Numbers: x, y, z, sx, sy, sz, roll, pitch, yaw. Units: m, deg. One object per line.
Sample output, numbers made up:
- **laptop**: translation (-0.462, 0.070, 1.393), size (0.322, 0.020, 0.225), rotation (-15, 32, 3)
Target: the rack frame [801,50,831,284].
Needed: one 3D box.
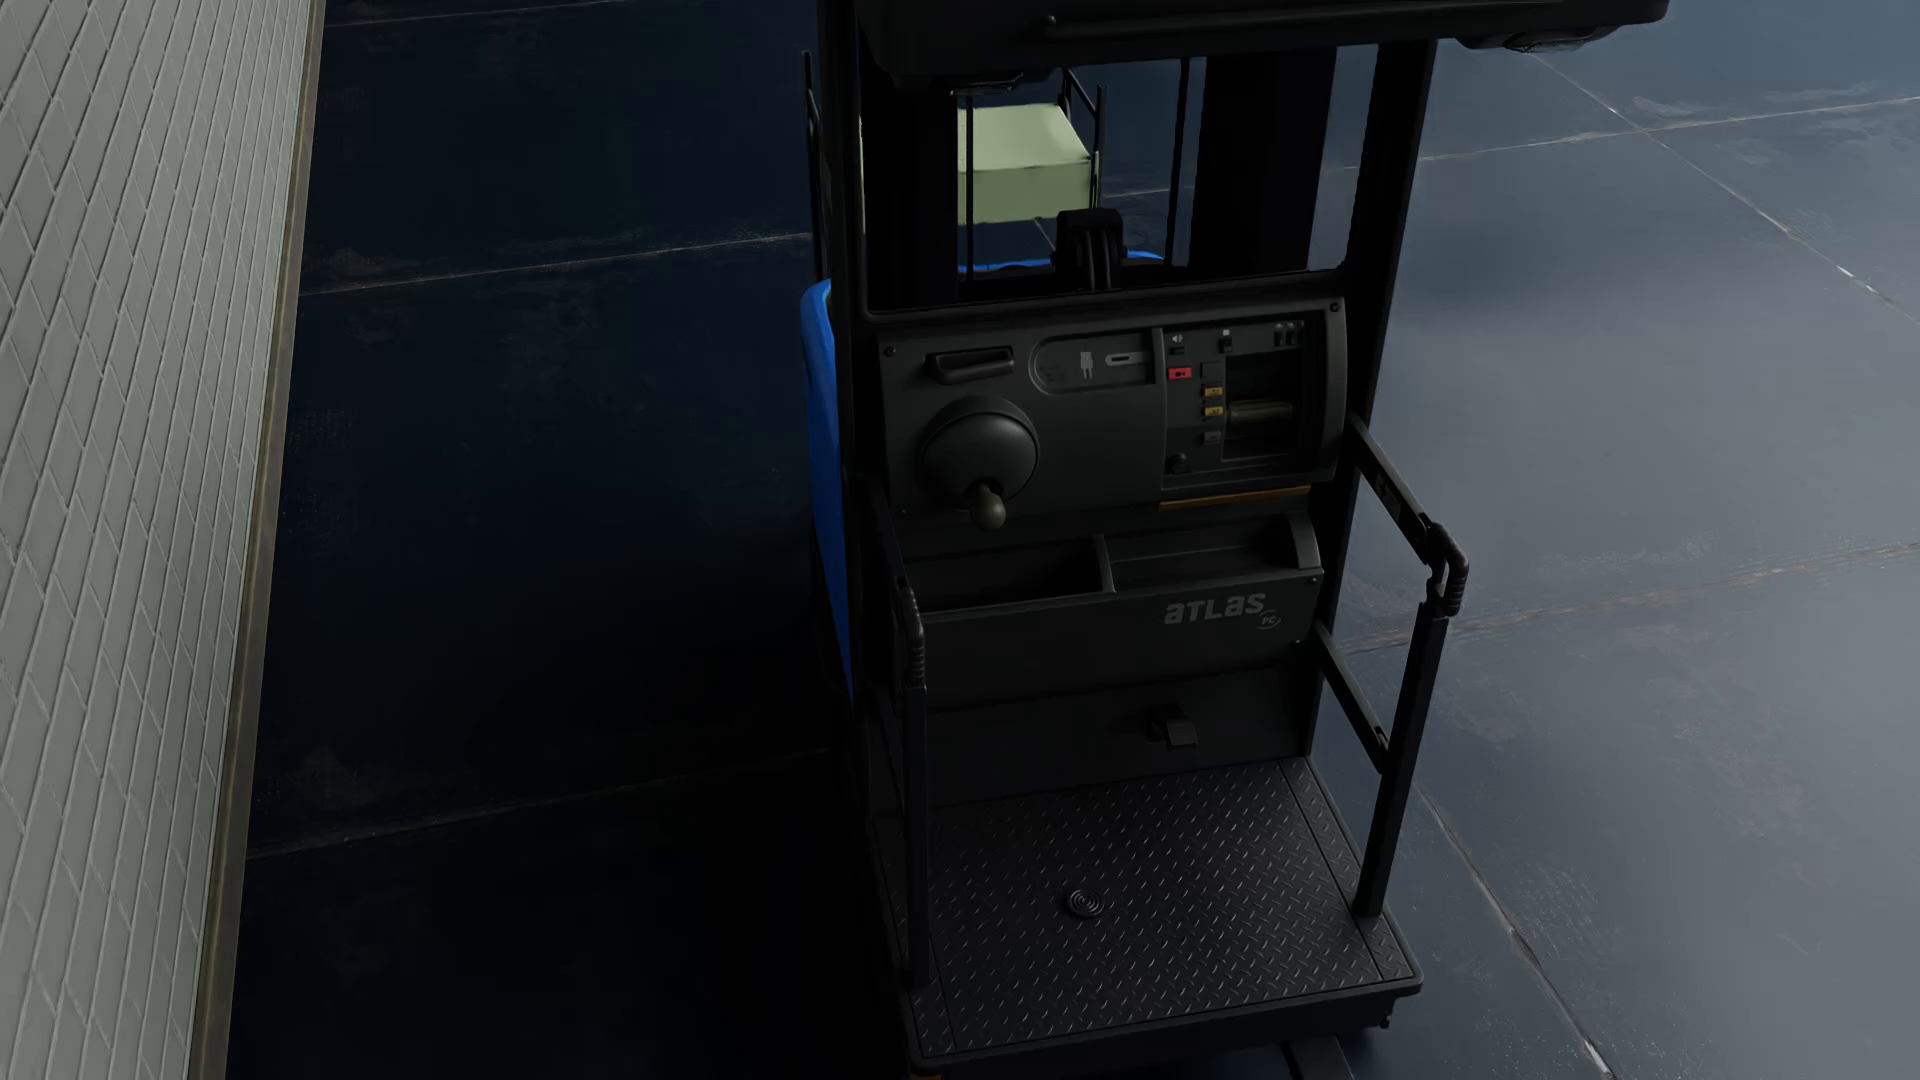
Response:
- **rack frame**: translation (-0.382, -0.616, 4.821), size (0.023, 1.500, 0.400), rotation (-7, 38, -9)

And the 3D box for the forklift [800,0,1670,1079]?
- **forklift**: translation (0.350, -0.181, 3.074), size (1.130, 2.935, 3.031), rotation (-7, 38, -9)

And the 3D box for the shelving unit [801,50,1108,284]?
- **shelving unit**: translation (-0.023, -0.658, 4.876), size (0.755, 1.500, 0.431), rotation (-7, 38, -9)

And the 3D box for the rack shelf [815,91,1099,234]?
- **rack shelf**: translation (-0.023, -0.968, 4.639), size (0.720, 0.370, 0.431), rotation (-7, 38, -9)

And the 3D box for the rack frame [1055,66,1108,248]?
- **rack frame**: translation (0.336, -0.701, 4.932), size (0.023, 1.500, 0.400), rotation (-7, 38, -9)
